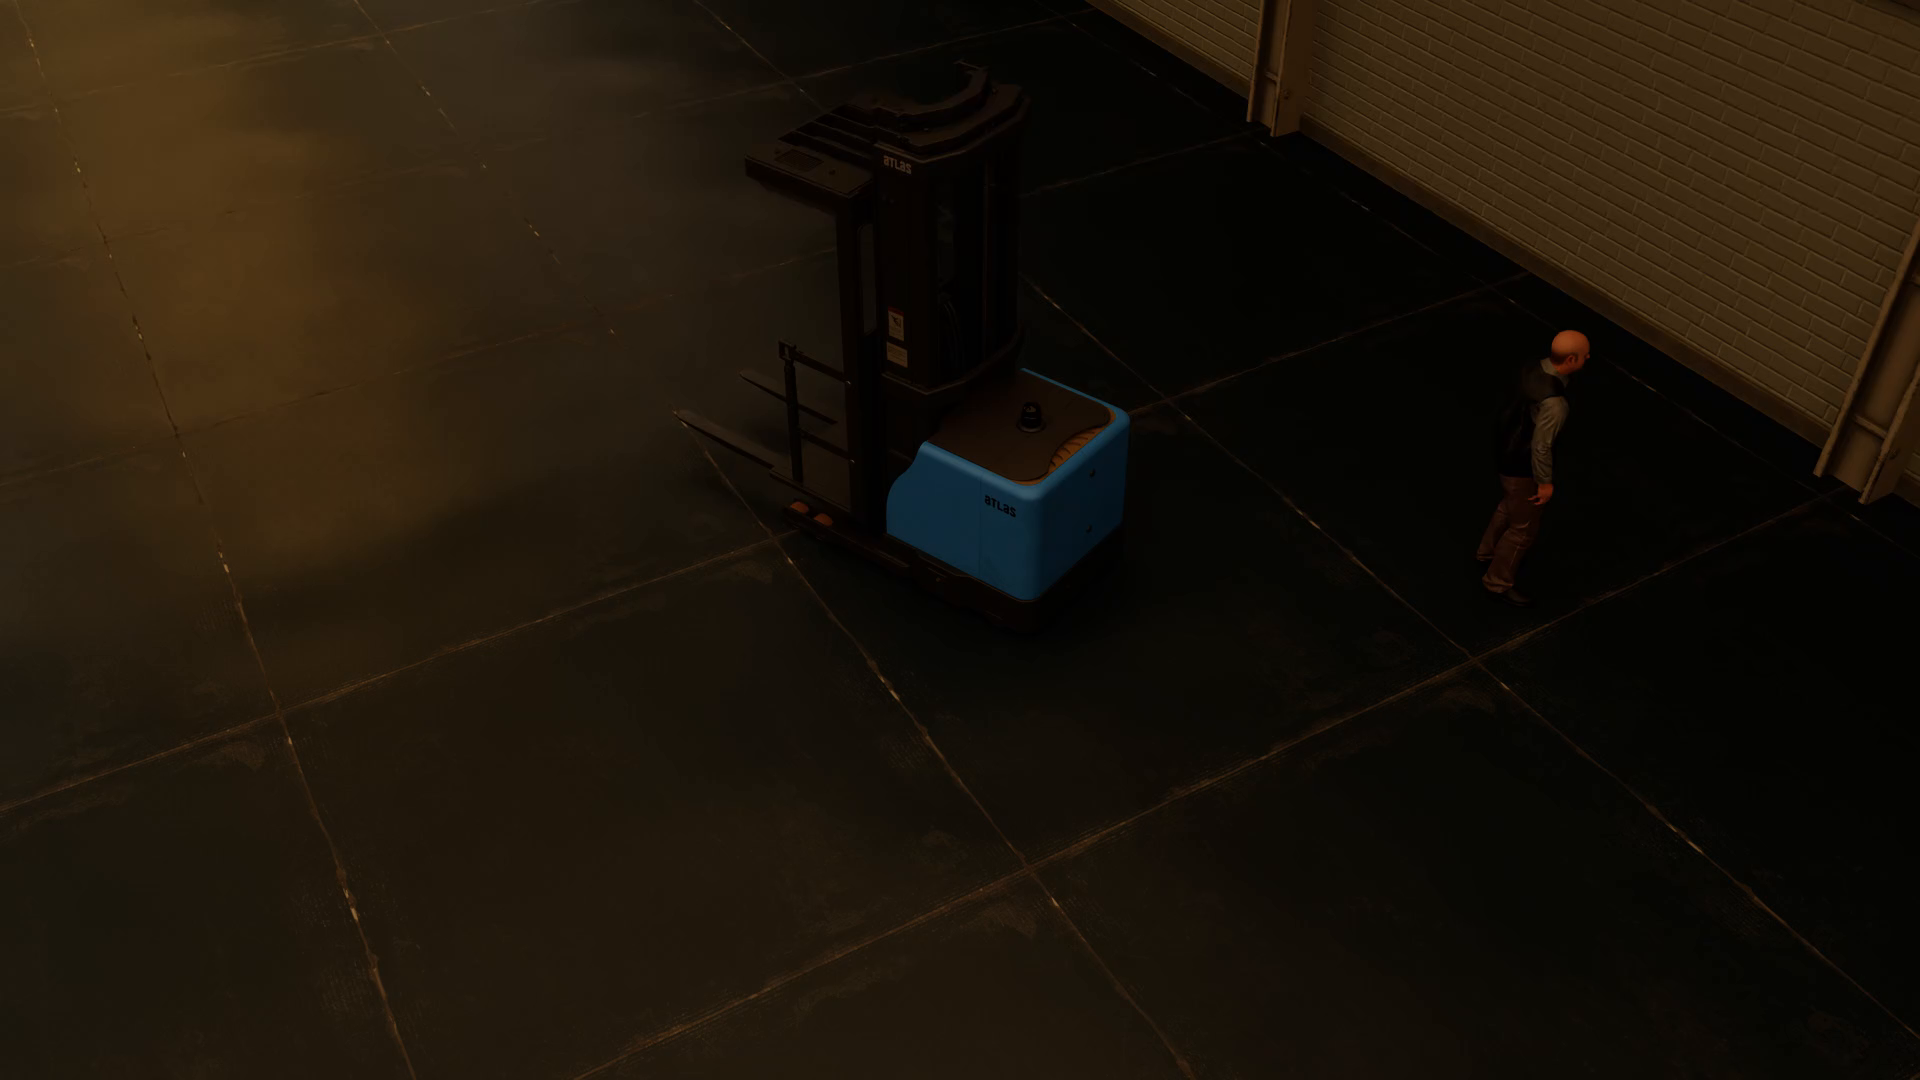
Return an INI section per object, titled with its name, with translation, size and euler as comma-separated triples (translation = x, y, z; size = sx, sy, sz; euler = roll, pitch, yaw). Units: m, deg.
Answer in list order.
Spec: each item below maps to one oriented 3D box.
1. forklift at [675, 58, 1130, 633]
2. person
[forklift]
translation = -0.481, -1.366, 9.683
size = 3.031, 2.935, 1.130
euler = 26, 46, 28
[person]
translation = 3.240, -0.444, 9.520
size = 0.413, 1.720, 0.586
euler = 4, 40, 5
